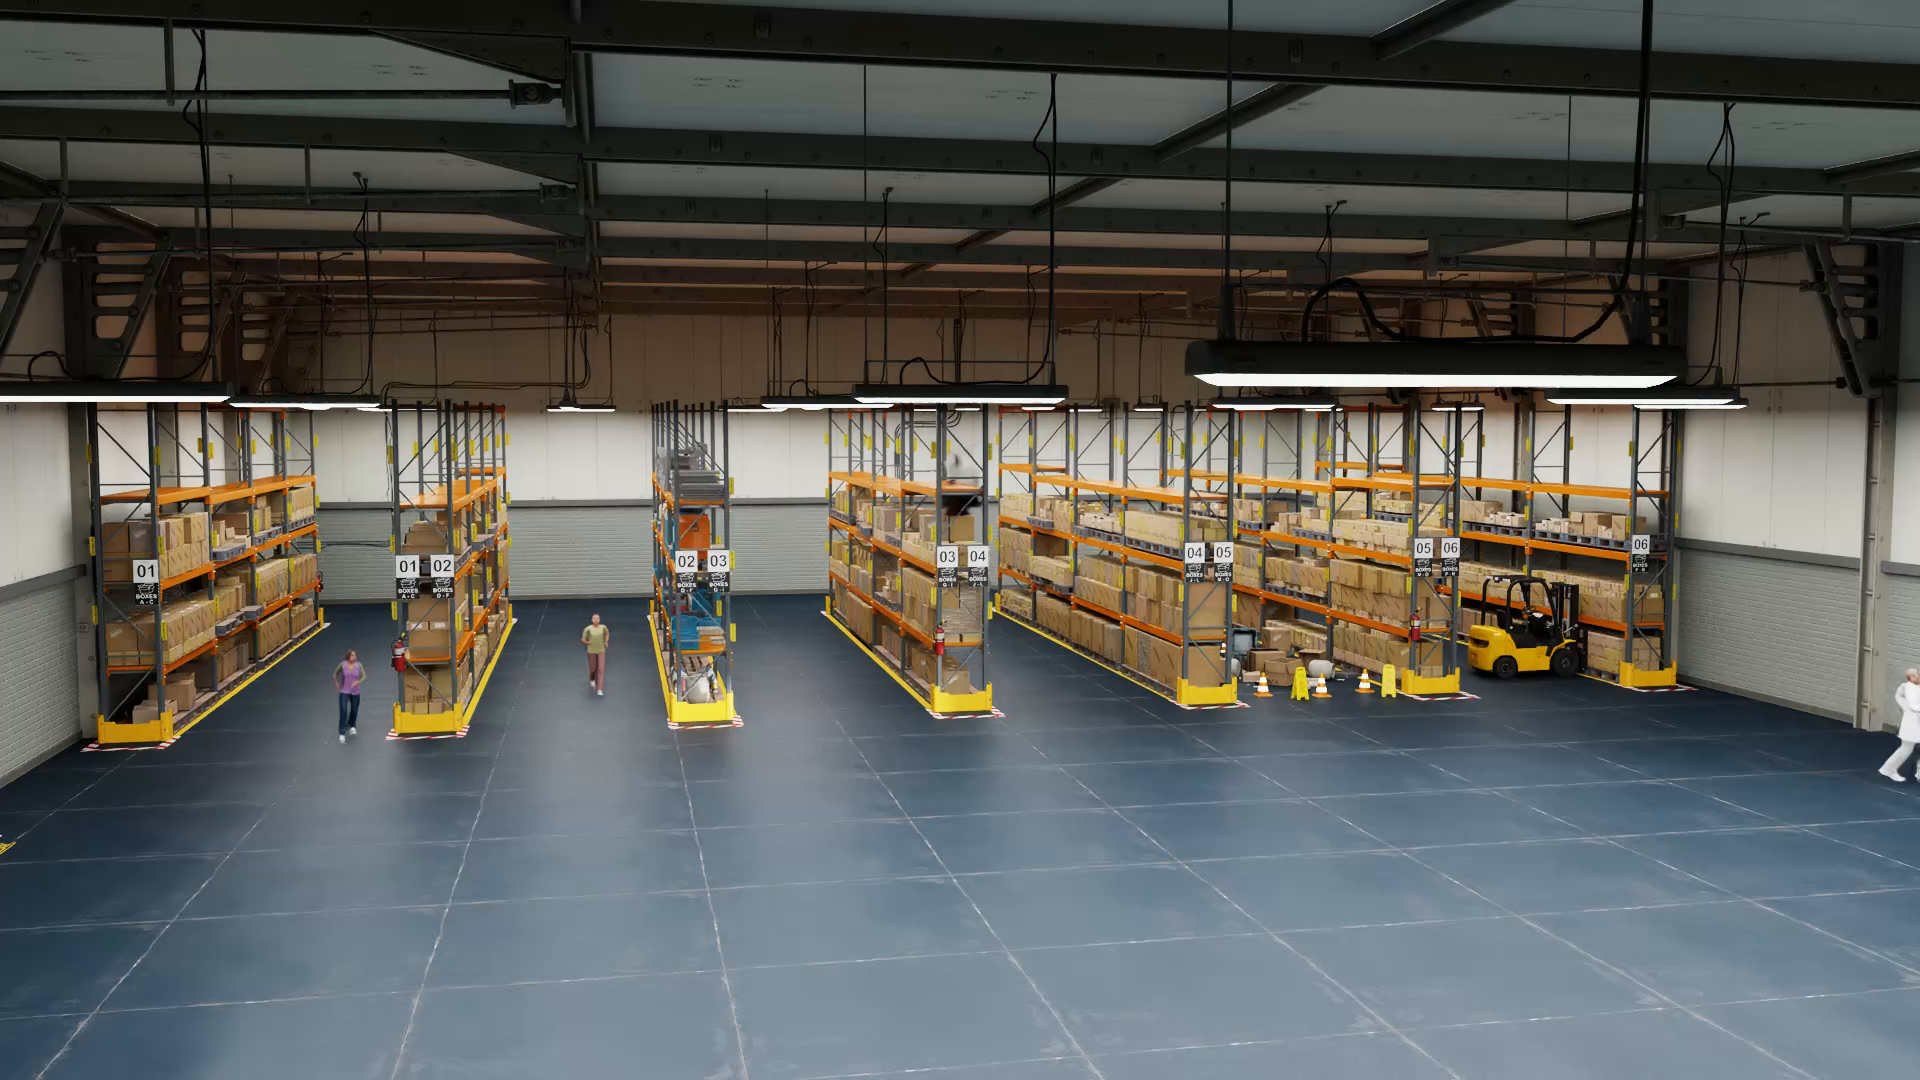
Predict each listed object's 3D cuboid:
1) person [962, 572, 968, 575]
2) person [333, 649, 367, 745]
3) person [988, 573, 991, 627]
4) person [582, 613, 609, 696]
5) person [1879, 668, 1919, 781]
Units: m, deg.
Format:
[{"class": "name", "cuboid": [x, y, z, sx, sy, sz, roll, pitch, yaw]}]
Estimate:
[{"class": "person", "cuboid": [0.067, 1.242, 47.444, 0.762, 1.772, 0.916, 0, 4, 4]}, {"class": "person", "cuboid": [-10.717, 2.720, 29.256, 0.538, 1.612, 0.830, -2, 5, -26]}, {"class": "person", "cuboid": [0.627, 1.479, 45.145, 0.556, 1.757, 0.714, -1, 4, -13]}, {"class": "person", "cuboid": [-7.455, 2.315, 34.087, 0.578, 1.662, 0.935, -2, 5, -20]}, {"class": "person", "cuboid": [14.693, 2.932, 25.669, 0.832, 1.743, 0.685, 3, 5, 37]}]
